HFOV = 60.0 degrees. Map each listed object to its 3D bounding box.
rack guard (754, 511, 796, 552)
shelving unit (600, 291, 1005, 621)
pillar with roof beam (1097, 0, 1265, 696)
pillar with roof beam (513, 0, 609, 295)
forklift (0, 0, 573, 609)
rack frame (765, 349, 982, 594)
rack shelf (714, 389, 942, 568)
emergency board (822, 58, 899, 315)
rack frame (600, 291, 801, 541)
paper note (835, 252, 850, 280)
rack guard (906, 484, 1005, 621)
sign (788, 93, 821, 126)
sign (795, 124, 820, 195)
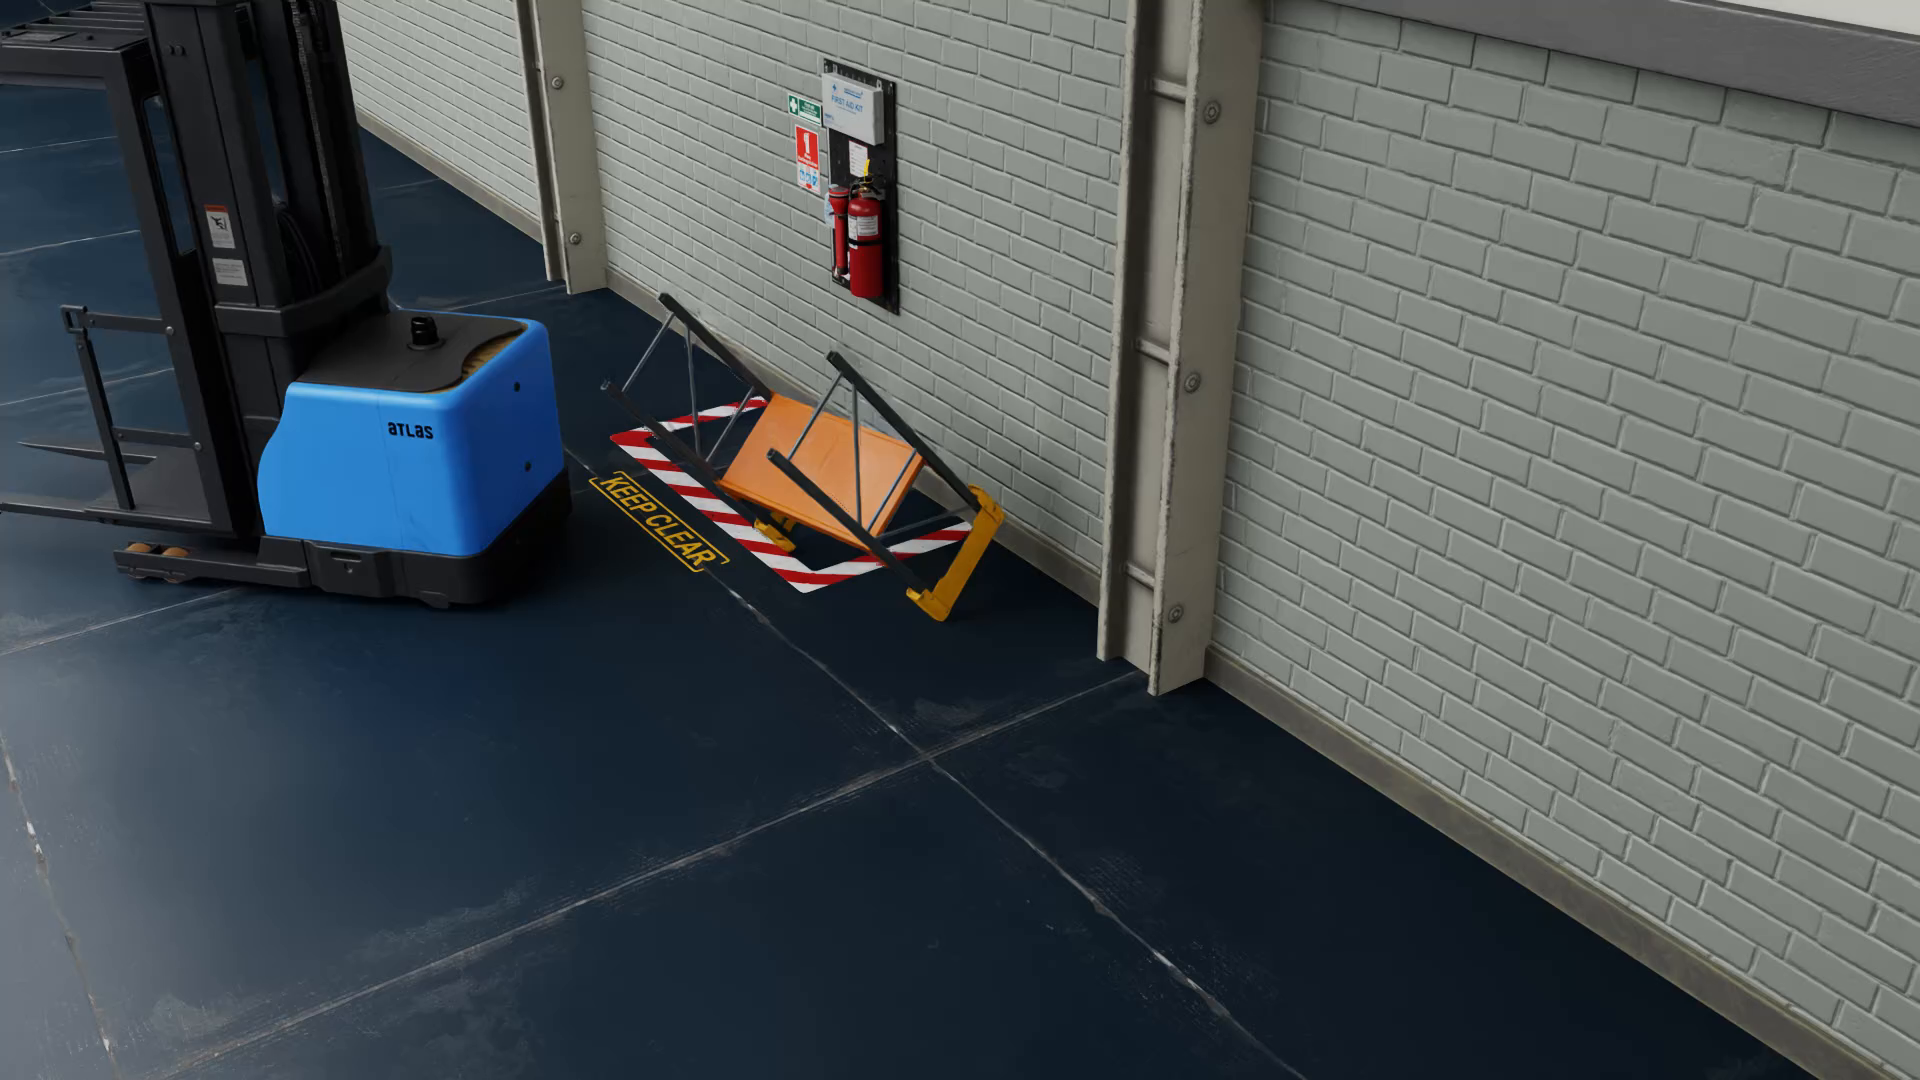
[{"bbox_3d":[-0.763,-0.250,8.107,0.087,0.250,0.587,22,77,36],"label":"rack guard"},{"bbox_3d":[-0.662,-0.363,7.322,1.083,1.500,0.587,22,77,36],"label":"shelving unit"},{"bbox_3d":[-2.670,-2.219,2.907,9.100,9.000,0.400,-19,34,-31],"label":"pillar with roof beam"},{"bbox_3d":[-6.150,-4.552,7.202,9.100,9.000,0.400,-19,34,-31],"label":"pillar with roof beam"},{"bbox_3d":[-3.523,-1.322,7.614,3.031,2.935,1.130,6,29,11],"label":"forklift"},{"bbox_3d":[-0.287,-0.208,7.031,0.032,1.500,0.500,22,77,36],"label":"rack frame"},{"bbox_3d":[-0.591,-0.289,7.470,1.000,0.185,0.538,22,77,36],"label":"rack shelf"},{"bbox_3d":[-0.566,-1.746,8.322,0.194,1.169,0.643,-19,34,-31],"label":"emergency board"},{"bbox_3d":[-1.051,-0.524,7.624,0.032,1.500,0.500,22,77,36],"label":"rack frame"},{"bbox_3d":[-0.612,-1.447,8.694,0.016,0.148,0.142,-19,34,-31],"label":"paper note"},{"bbox_3d":[-0.015,0.059,7.527,0.087,0.250,0.587,22,77,36],"label":"rack guard"},{"bbox_3d":[-0.807,-2.234,8.627,0.001,0.109,0.331,-19,34,-31],"label":"sign"},{"bbox_3d":[-0.802,-2.005,8.762,0.001,0.329,0.234,-19,34,-31],"label":"sign"}]
